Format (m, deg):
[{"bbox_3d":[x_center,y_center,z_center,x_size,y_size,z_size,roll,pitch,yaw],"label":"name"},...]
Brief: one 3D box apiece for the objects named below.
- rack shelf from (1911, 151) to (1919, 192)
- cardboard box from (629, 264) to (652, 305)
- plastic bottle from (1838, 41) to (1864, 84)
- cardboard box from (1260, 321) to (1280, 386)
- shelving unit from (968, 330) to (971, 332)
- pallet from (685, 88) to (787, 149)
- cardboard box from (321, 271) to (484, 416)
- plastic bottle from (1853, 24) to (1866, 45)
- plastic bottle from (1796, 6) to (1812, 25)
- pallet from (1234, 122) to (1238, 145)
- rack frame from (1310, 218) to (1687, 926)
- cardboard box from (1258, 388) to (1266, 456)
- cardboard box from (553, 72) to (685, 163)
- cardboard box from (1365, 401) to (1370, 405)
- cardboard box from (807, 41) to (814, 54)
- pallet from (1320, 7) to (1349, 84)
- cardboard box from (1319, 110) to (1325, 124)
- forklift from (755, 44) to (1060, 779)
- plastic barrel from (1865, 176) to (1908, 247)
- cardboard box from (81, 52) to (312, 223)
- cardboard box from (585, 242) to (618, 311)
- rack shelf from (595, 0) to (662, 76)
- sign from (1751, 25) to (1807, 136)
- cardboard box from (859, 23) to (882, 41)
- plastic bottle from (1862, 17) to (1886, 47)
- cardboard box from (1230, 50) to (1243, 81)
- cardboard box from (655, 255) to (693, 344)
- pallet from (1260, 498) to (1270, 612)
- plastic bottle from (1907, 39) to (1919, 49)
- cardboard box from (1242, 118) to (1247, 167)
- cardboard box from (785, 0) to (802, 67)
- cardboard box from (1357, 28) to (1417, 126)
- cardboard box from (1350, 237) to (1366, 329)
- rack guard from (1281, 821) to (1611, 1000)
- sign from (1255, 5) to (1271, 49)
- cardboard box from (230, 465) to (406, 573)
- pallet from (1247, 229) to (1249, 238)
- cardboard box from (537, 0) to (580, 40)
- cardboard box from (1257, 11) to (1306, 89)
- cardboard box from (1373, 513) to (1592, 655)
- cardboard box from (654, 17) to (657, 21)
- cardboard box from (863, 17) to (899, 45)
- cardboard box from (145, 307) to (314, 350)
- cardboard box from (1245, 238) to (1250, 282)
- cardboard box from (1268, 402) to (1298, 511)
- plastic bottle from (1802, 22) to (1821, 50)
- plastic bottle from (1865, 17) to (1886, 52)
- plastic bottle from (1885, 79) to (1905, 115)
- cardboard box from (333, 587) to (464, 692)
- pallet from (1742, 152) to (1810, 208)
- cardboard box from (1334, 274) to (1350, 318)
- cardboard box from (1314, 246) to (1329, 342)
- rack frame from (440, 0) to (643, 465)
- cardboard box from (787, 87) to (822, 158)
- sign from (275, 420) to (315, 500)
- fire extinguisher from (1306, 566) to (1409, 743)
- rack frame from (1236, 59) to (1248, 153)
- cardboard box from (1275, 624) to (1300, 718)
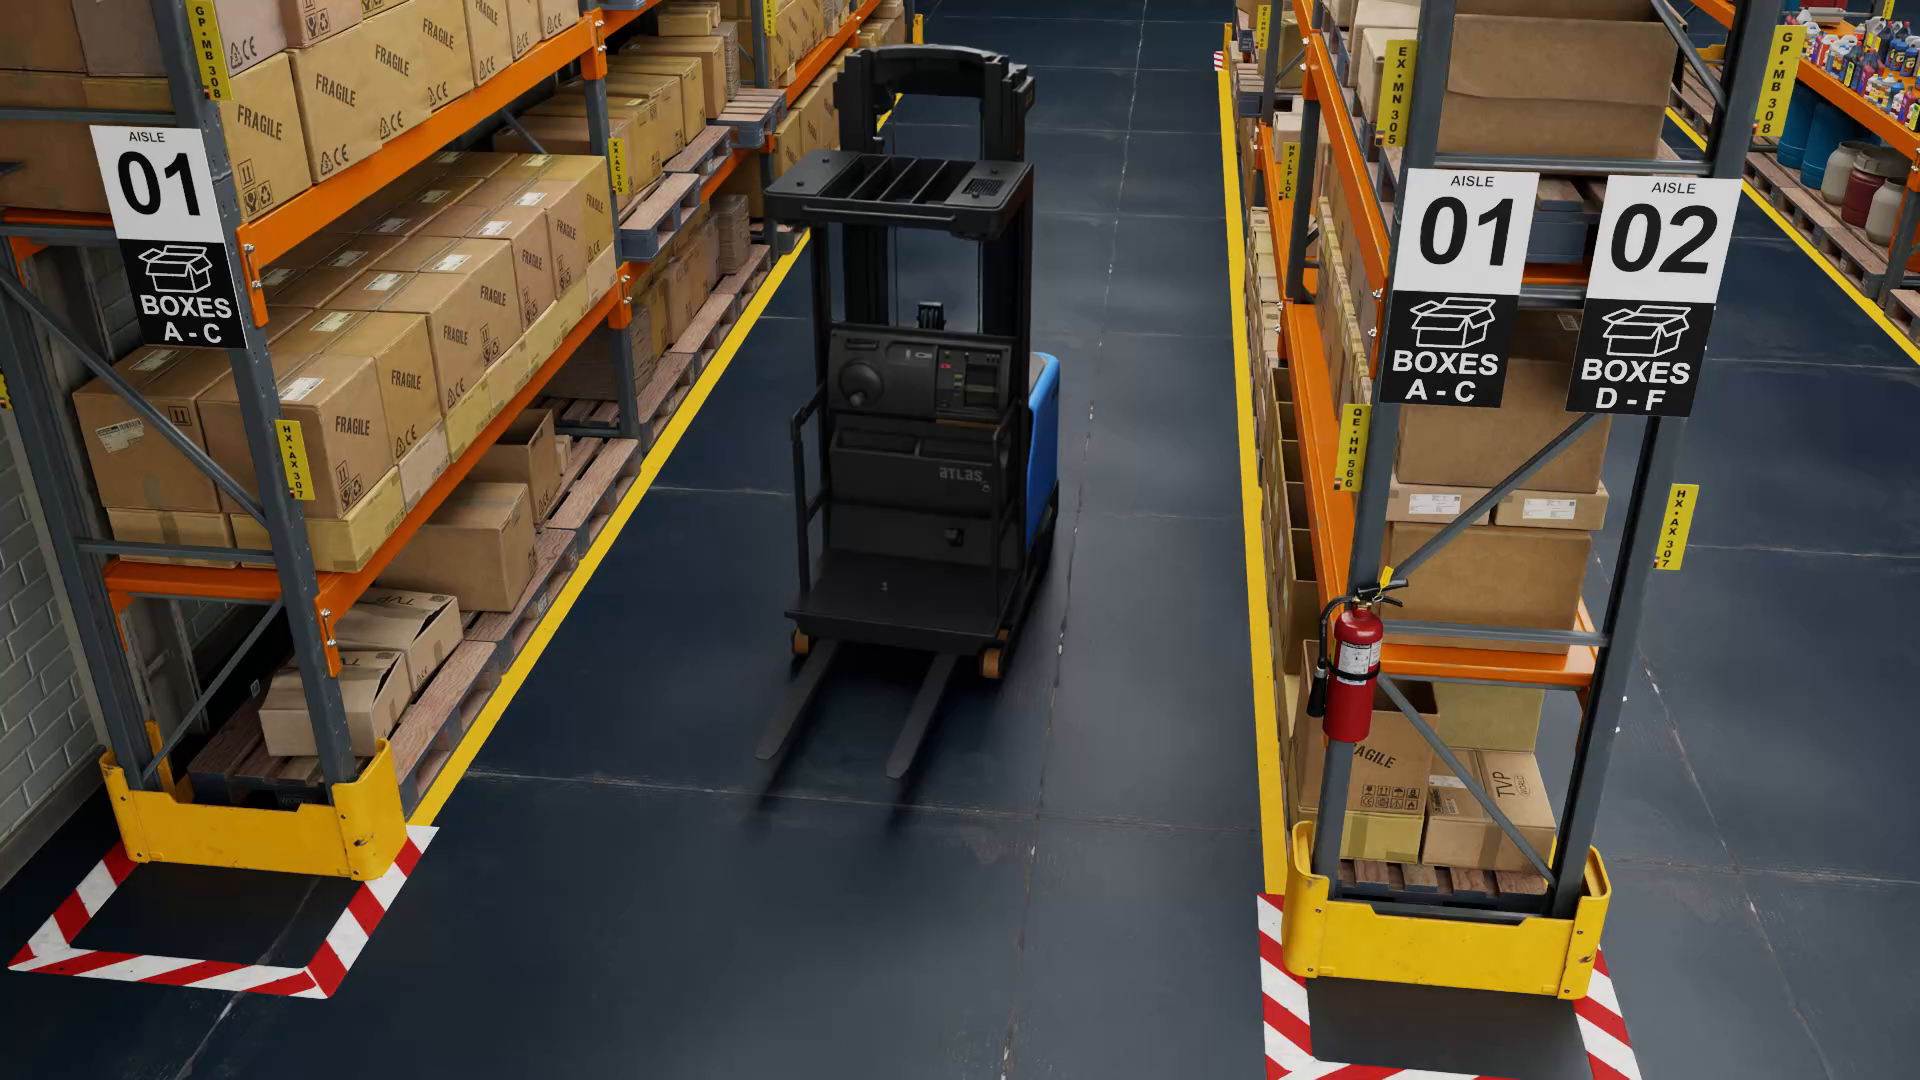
[{"bbox_3d":[7.536,-1.880,10.836,1.077,0.370,4.000,3,28,6],"label":"rack shelf"},{"bbox_3d":[-2.417,-1.809,11.327,0.500,0.250,0.500,3,28,5],"label":"cardboard box"},{"bbox_3d":[7.647,-4.092,14.235,0.144,0.351,0.185,3,28,6],"label":"plastic bottle"},{"bbox_3d":[2.198,-1.219,10.715,0.500,0.311,0.500,4,29,8],"label":"cardboard box"},{"bbox_3d":[0.120,-0.711,9.962,0.215,1.050,0.252,6,29,11],"label":"shelving unit"},{"bbox_3d":[-2.033,-3.288,12.893,1.213,0.211,1.003,3,28,6],"label":"pallet"},{"bbox_3d":[-2.535,-0.903,7.611,0.500,0.500,0.500,2,28,5],"label":"cardboard box"},{"bbox_3d":[8.417,-4.728,15.573,0.097,0.201,0.097,0,28,0],"label":"plastic bottle"},{"bbox_3d":[7.901,-4.834,15.611,0.144,0.351,0.185,3,28,6],"label":"plastic bottle"},{"bbox_3d":[3.441,-4.406,17.706,1.003,0.211,1.213,3,28,6],"label":"pallet"},{"bbox_3d":[1.885,0.338,5.960,1.000,3.000,0.127,3,28,6],"label":"rack frame"},{"bbox_3d":[2.138,-0.731,10.401,0.500,0.250,0.500,3,28,6],"label":"cardboard box"},{"bbox_3d":[-2.320,-2.881,11.365,0.700,0.500,0.500,7,29,13],"label":"cardboard box"},{"bbox_3d":[1.805,-0.426,6.589,0.380,0.149,0.250,3,28,5],"label":"cardboard box"},{"bbox_3d":[-1.565,-4.600,15.369,0.380,0.149,0.250,4,29,8],"label":"cardboard box"},{"bbox_3d":[2.296,-2.424,8.017,1.003,0.211,1.213,3,28,6],"label":"pallet"},{"bbox_3d":[2.676,-2.681,11.459,0.500,0.500,0.500,2,28,3],"label":"cardboard box"},{"bbox_3d":[-0.250,-0.779,8.105,1.130,2.935,3.031,6,29,11],"label":"forklift"},{"bbox_3d":[7.804,-2.730,13.835,0.421,0.512,0.421,0,28,0],"label":"plastic barrel"},{"bbox_3d":[-2.743,-1.465,6.017,0.500,0.500,0.500,4,29,8],"label":"cardboard box"},{"bbox_3d":[-2.299,-1.533,9.571,0.500,0.250,0.500,3,29,6],"label":"cardboard box"},{"bbox_3d":[-2.297,-3.776,11.193,1.077,0.370,4.000,3,28,6],"label":"rack shelf"},{"bbox_3d":[2.435,-1.367,4.958,0.100,0.325,0.005,3,28,6],"label":"sign"},{"bbox_3d":[-1.081,-5.709,18.694,0.380,0.149,0.250,3,28,5],"label":"cardboard box"},{"bbox_3d":[8.544,-4.762,15.558,0.152,0.276,0.135,3,28,6],"label":"plastic bottle"},{"bbox_3d":[3.375,-5.467,19.170,0.500,0.250,0.500,3,28,6],"label":"cardboard box"},{"bbox_3d":[-2.352,-1.756,12.018,0.700,0.500,0.500,4,29,7],"label":"cardboard box"},{"bbox_3d":[2.236,0.054,9.426,1.003,0.211,1.213,3,28,6],"label":"pallet"},{"bbox_3d":[8.420,-4.290,14.680,0.152,0.276,0.135,3,28,6],"label":"plastic bottle"},{"bbox_3d":[2.931,-3.704,15.634,0.500,0.500,0.500,4,29,7],"label":"cardboard box"},{"bbox_3d":[-1.665,-4.358,14.236,0.500,0.500,0.500,4,29,8],"label":"cardboard box"},{"bbox_3d":[1.765,-1.721,6.186,0.500,0.250,0.500,3,28,6],"label":"cardboard box"},{"bbox_3d":[2.143,-1.242,7.420,0.700,0.500,0.500,3,28,6],"label":"cardboard box"},{"bbox_3d":[1.882,1.450,6.532,1.175,0.500,0.348,3,28,6],"label":"rack guard"},{"bbox_3d":[2.326,-3.930,12.745,0.100,0.325,0.005,3,28,6],"label":"sign"},{"bbox_3d":[-2.657,-0.102,6.914,0.500,0.250,0.500,3,28,5],"label":"cardboard box"},{"bbox_3d":[2.994,-2.549,14.260,1.003,0.211,1.213,3,28,6],"label":"pallet"},{"bbox_3d":[-2.358,-2.951,8.776,0.500,0.500,0.500,4,29,8],"label":"cardboard box"},{"bbox_3d":[2.831,-3.960,13.389,0.700,0.500,0.500,-6,29,-11],"label":"cardboard box"},{"bbox_3d":[1.955,0.075,6.343,0.700,0.500,0.500,3,28,6],"label":"cardboard box"},{"bbox_3d":[-2.255,-4.135,13.823,0.500,0.500,0.500,4,29,7],"label":"cardboard box"},{"bbox_3d":[-1.119,-5.993,19.905,0.700,0.500,0.500,3,28,6],"label":"cardboard box"},{"bbox_3d":[-3.113,-0.692,7.218,0.500,0.500,0.500,4,29,7],"label":"cardboard box"},{"bbox_3d":[2.510,-2.173,13.077,0.500,0.250,0.500,3,28,6],"label":"cardboard box"},{"bbox_3d":[1.954,-0.414,9.021,0.500,0.500,0.500,3,28,6],"label":"cardboard box"},{"bbox_3d":[7.791,-4.599,15.254,0.152,0.276,0.135,3,28,6],"label":"plastic bottle"},{"bbox_3d":[8.340,-4.556,15.096,0.144,0.351,0.185,3,28,6],"label":"plastic bottle"},{"bbox_3d":[7.491,-3.550,13.313,0.097,0.271,0.097,0,28,0],"label":"plastic bottle"},{"bbox_3d":[-2.788,0.453,8.118,0.500,0.311,0.500,6,29,10],"label":"cardboard box"},{"bbox_3d":[8.135,-3.433,15.899,1.003,0.211,1.213,3,28,6],"label":"pallet"},{"bbox_3d":[1.996,-1.153,7.937,0.380,0.149,0.250,3,28,5],"label":"cardboard box"},{"bbox_3d":[2.327,-1.380,9.043,0.700,0.500,0.500,3,28,5],"label":"cardboard box"},{"bbox_3d":[-2.542,-1.831,9.986,1.000,3.000,0.127,3,28,6],"label":"rack frame"},{"bbox_3d":[-1.718,-3.703,15.285,0.750,0.750,0.750,3,28,6],"label":"cardboard box"},{"bbox_3d":[-2.493,-0.298,6.228,0.100,0.325,0.005,3,28,6],"label":"sign"},{"bbox_3d":[1.410,0.401,5.925,0.296,0.674,0.183,3,28,6],"label":"fire extinguisher"},{"bbox_3d":[3.355,-5.311,16.445,1.000,3.000,0.127,3,28,6],"label":"rack frame"},{"bbox_3d":[1.766,0.622,7.888,0.500,0.250,0.500,3,28,6],"label":"cardboard box"}]
